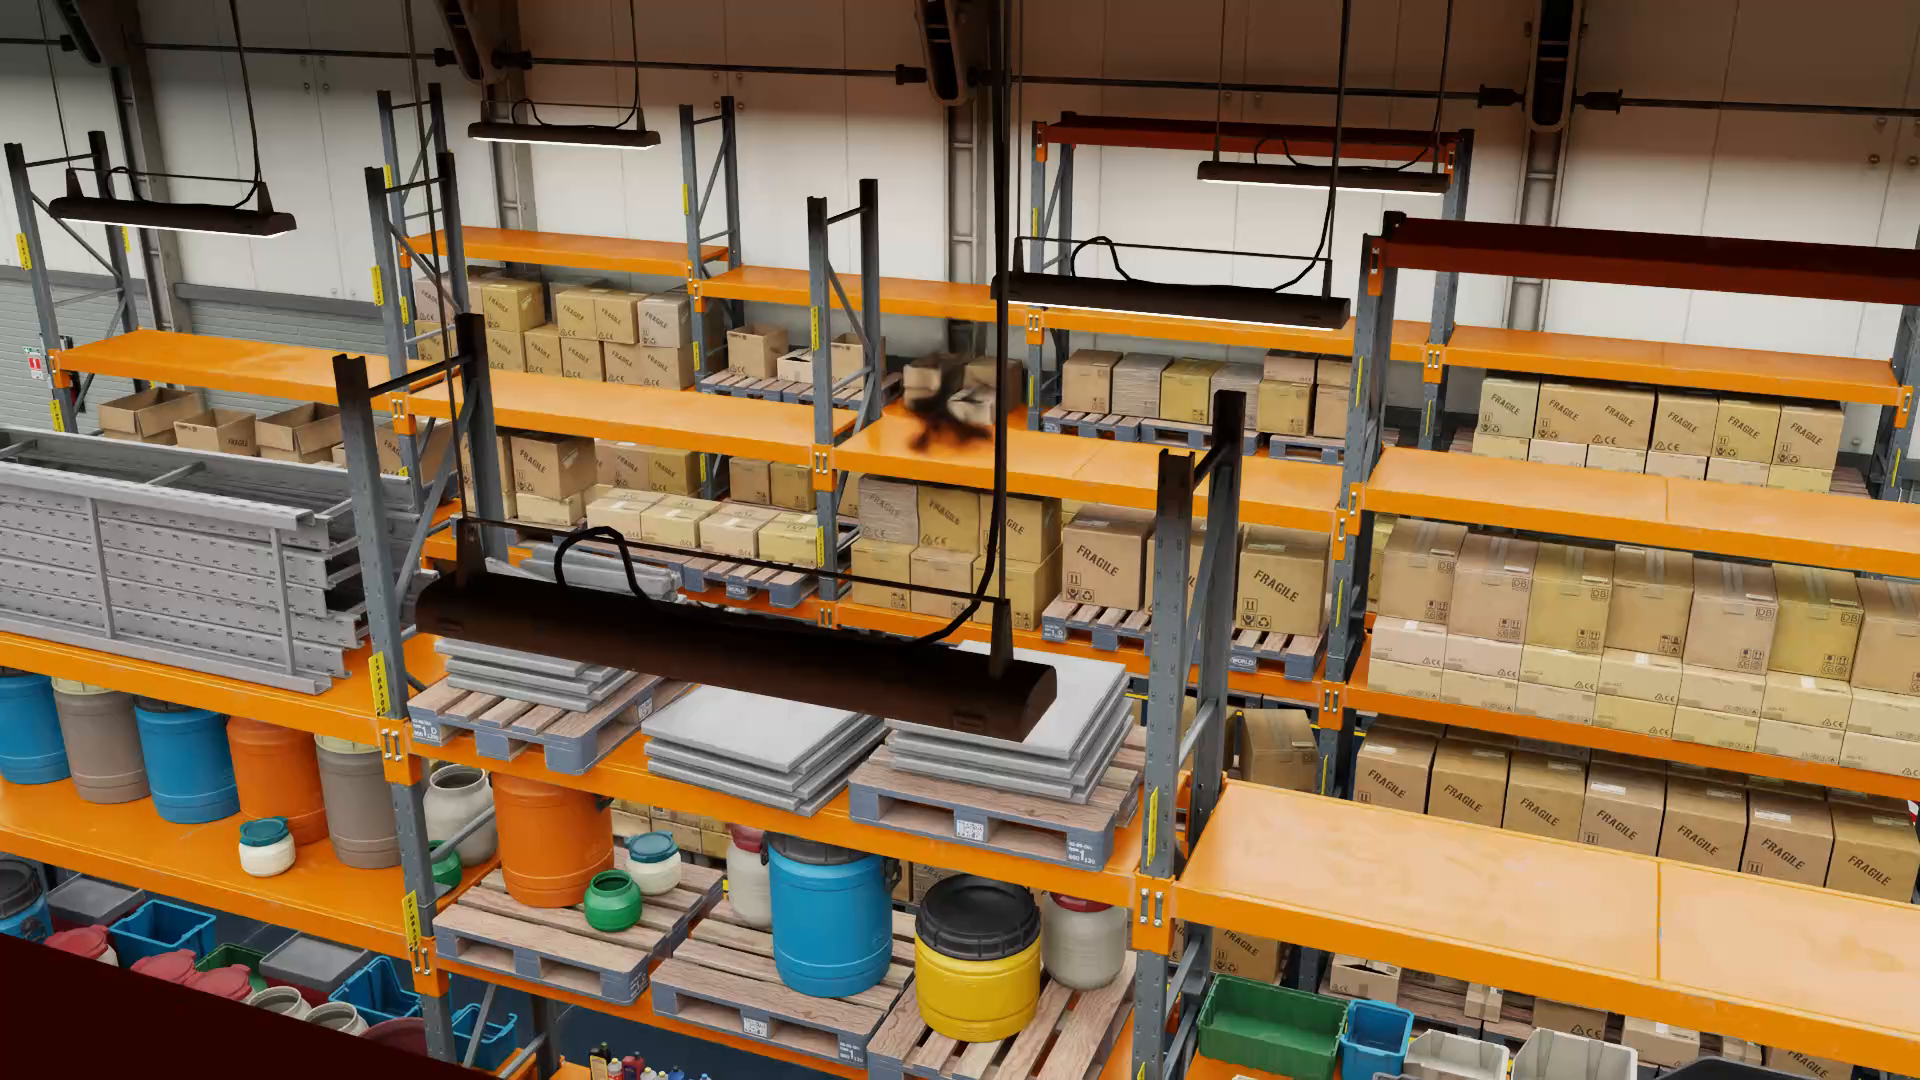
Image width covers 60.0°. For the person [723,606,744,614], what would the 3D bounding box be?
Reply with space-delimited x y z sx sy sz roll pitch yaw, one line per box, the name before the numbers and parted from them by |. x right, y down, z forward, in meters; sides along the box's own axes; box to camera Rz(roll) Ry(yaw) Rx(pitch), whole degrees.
person | -2.331 1.196 17.040 0.711 1.621 0.490 5 21 14

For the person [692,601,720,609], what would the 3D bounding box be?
person | -2.497 1.322 16.490 0.844 1.720 0.592 8 22 19
